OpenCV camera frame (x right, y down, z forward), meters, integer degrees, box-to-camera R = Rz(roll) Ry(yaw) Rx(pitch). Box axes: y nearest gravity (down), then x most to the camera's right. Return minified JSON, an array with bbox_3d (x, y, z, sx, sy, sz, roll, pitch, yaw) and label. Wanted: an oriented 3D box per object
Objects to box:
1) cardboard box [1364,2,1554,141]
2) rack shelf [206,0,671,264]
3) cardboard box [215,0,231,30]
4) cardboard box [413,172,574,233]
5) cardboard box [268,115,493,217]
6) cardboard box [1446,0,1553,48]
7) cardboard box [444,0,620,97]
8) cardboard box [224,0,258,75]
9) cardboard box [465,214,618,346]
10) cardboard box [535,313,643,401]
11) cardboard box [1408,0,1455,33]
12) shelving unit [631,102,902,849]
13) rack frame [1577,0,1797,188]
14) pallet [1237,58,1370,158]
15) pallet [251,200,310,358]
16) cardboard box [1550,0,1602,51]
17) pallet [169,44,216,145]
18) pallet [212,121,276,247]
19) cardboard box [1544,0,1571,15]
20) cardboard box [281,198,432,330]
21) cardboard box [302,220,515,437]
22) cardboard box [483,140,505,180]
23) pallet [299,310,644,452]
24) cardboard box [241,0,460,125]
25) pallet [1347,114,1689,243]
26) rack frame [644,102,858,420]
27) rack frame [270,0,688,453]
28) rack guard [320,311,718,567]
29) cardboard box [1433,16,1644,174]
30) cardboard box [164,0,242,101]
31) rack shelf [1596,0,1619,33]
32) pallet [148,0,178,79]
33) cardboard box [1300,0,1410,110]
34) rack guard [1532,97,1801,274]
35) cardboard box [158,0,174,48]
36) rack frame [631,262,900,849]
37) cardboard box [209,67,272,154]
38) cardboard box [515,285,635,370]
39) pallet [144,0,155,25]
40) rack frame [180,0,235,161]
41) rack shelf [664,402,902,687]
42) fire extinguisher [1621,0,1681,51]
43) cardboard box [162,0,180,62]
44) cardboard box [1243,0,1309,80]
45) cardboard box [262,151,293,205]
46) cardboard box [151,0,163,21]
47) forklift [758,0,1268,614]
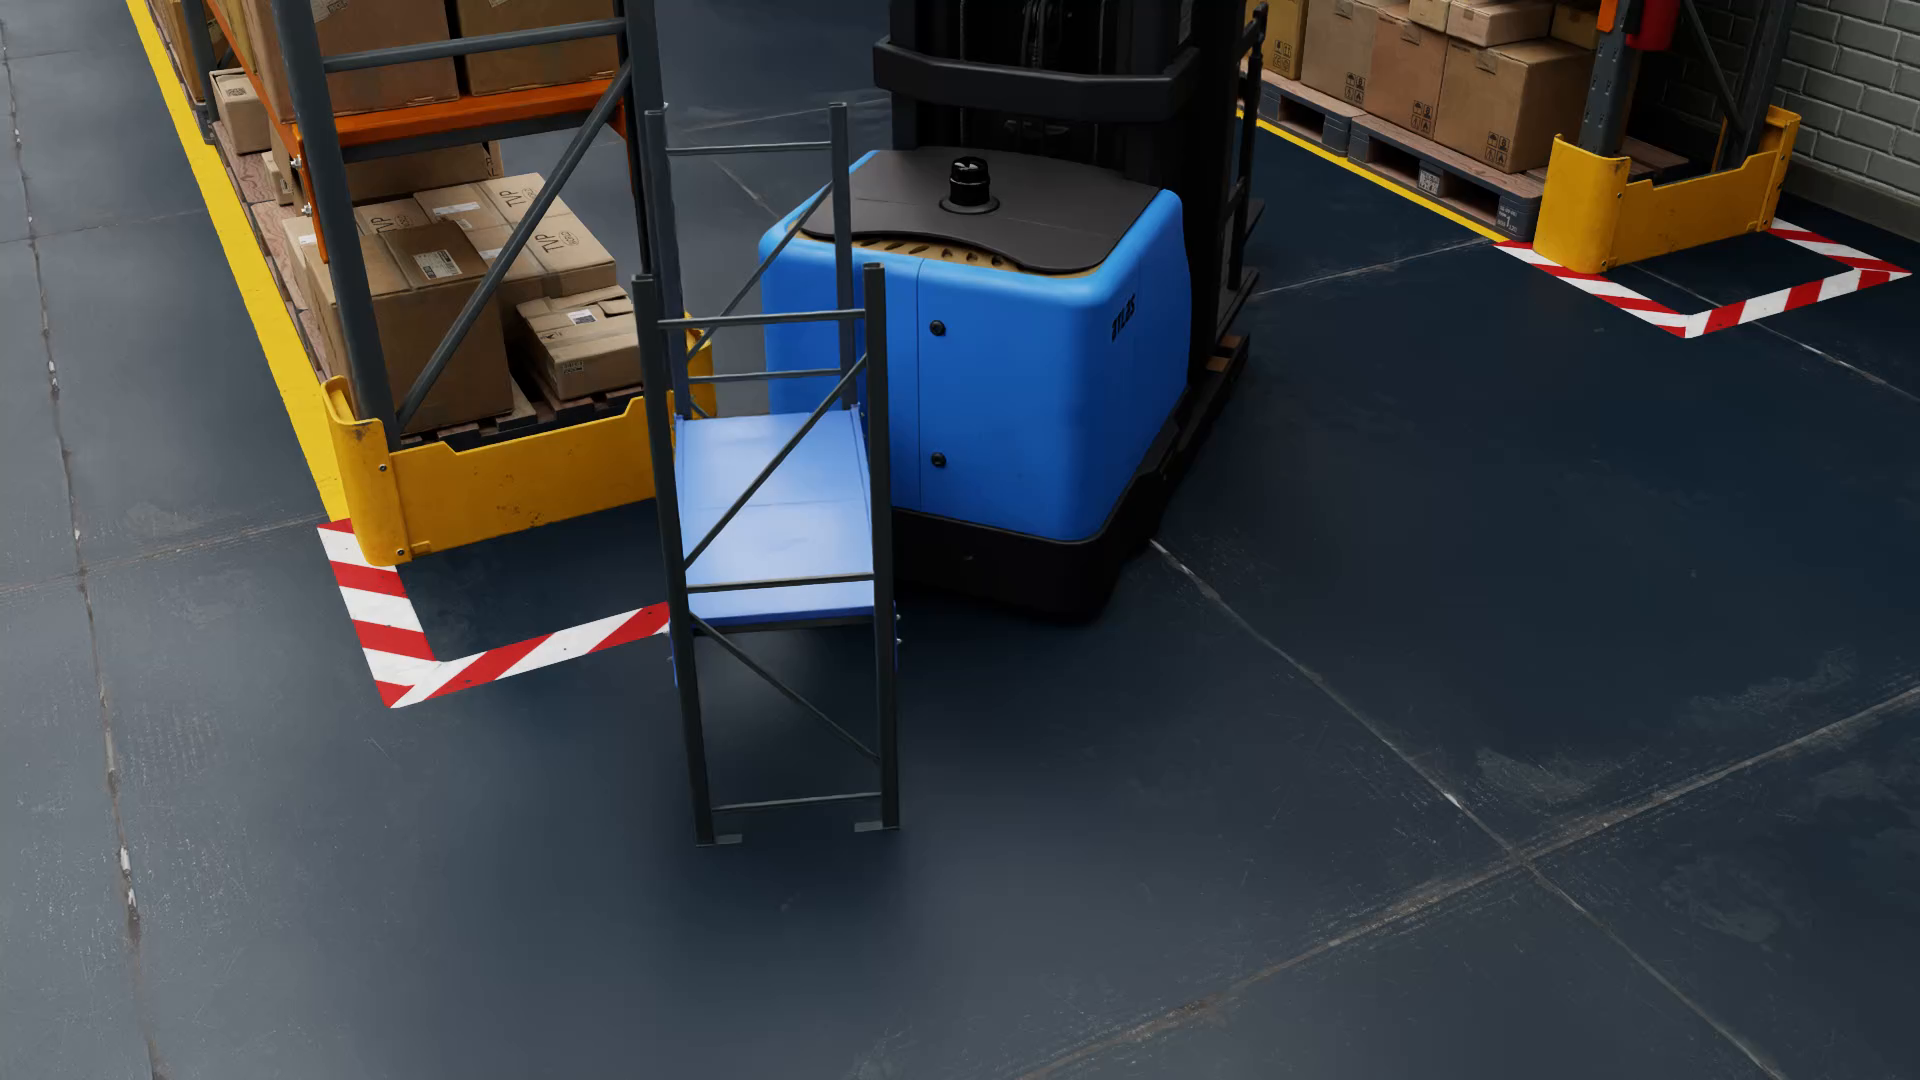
[{"bbox_3d":[2.397,-2.280,7.956,0.700,0.500,0.500,-16,36,-23],"label":"cardboard box"},{"bbox_3d":[-2.267,-2.012,6.276,1.077,0.370,4.000,-16,36,-23],"label":"rack shelf"},{"bbox_3d":[-2.257,-2.034,5.551,0.500,0.500,0.500,-16,36,-23],"label":"cardboard box"},{"bbox_3d":[-1.804,-1.196,6.477,0.500,0.250,0.500,-16,36,-23],"label":"cardboard box"},{"bbox_3d":[-2.319,-1.508,6.729,0.797,0.503,0.637,-16,36,-23],"label":"cardboard box"},{"bbox_3d":[2.410,-2.330,7.432,0.380,0.149,0.250,-16,36,-24],"label":"cardboard box"},{"bbox_3d":[-1.309,-1.680,5.000,0.500,0.500,0.500,-15,36,-22],"label":"cardboard box"},{"bbox_3d":[-2.030,-1.794,5.177,0.500,0.500,0.500,-16,36,-23],"label":"cardboard box"},{"bbox_3d":[-1.571,-0.957,6.104,0.500,0.250,0.500,-16,36,-23],"label":"cardboard box"},{"bbox_3d":[-1.226,-0.631,5.690,0.380,0.149,0.250,-16,36,-23],"label":"cardboard box"},{"bbox_3d":[2.290,-2.452,7.622,0.380,0.149,0.250,-15,36,-22],"label":"cardboard box"},{"bbox_3d":[-0.467,-0.174,4.131,0.538,1.500,1.048,-4,33,-6],"label":"shelving unit"},{"bbox_3d":[3.046,-2.608,6.540,1.000,3.000,0.127,-16,36,-23],"label":"rack frame"},{"bbox_3d":[2.039,-2.377,8.765,1.003,0.211,1.213,-16,36,-23],"label":"pallet"},{"bbox_3d":[-2.308,-1.184,6.902,1.003,0.211,1.213,-16,36,-23],"label":"pallet"},{"bbox_3d":[2.866,-2.305,7.394,0.380,0.149,0.250,-16,36,-23],"label":"cardboard box"},{"bbox_3d":[-3.613,-2.474,8.915,1.003,0.211,1.213,-16,36,-23],"label":"pallet"},{"bbox_3d":[-2.881,-1.767,7.812,1.003,0.211,1.213,-16,36,-23],"label":"pallet"},{"bbox_3d":[2.629,-2.546,7.771,0.380,0.149,0.250,-16,36,-23],"label":"cardboard box"},{"bbox_3d":[-2.223,-1.046,6.243,0.500,0.250,0.500,-16,36,-23],"label":"cardboard box"},{"bbox_3d":[-1.806,-0.690,5.456,0.500,0.500,0.500,-16,36,-23],"label":"cardboard box"},{"bbox_3d":[-2.334,-1.764,7.307,0.500,0.311,0.500,-16,36,-23],"label":"cardboard box"},{"bbox_3d":[-1.743,-0.602,5.995,1.003,0.211,1.213,-16,36,-23],"label":"pallet"},{"bbox_3d":[-1.785,-1.548,4.792,0.500,0.500,0.500,-15,35,-22],"label":"cardboard box"},{"bbox_3d":[2.604,-1.796,7.857,1.003,0.211,1.213,-16,36,-23],"label":"pallet"},{"bbox_3d":[-0.534,-0.446,4.555,0.500,1.500,0.032,-4,33,-6],"label":"rack frame"},{"bbox_3d":[-1.335,-1.360,4.592,1.000,3.000,0.127,-16,36,-23],"label":"rack frame"},{"bbox_3d":[-1.370,-0.344,5.323,1.175,0.500,0.348,-16,36,-23],"label":"rack guard"},{"bbox_3d":[2.631,-2.041,7.583,0.700,0.500,0.500,-16,36,-23],"label":"cardboard box"},{"bbox_3d":[-3.684,-2.565,8.383,0.500,0.500,0.500,-16,36,-23],"label":"cardboard box"},{"bbox_3d":[2.113,-3.259,8.224,1.077,0.370,4.000,-16,36,-23],"label":"rack shelf"},{"bbox_3d":[-4.185,-3.057,9.825,1.003,0.211,1.213,-16,36,-23],"label":"pallet"},{"bbox_3d":[2.162,-2.520,8.330,0.700,0.500,0.500,-17,36,-25],"label":"cardboard box"},{"bbox_3d":[3.057,-1.544,7.196,1.175,0.500,0.348,-16,36,-23],"label":"rack guard"},{"bbox_3d":[-4.140,-3.043,9.128,0.500,0.500,0.500,-15,36,-23],"label":"cardboard box"},{"bbox_3d":[-0.399,0.098,3.707,0.500,1.500,0.032,-4,33,-6],"label":"rack frame"},{"bbox_3d":[-3.196,-2.067,7.781,0.500,0.311,0.500,-16,36,-23],"label":"cardboard box"},{"bbox_3d":[-1.343,-0.758,5.871,0.380,0.166,0.250,-16,36,-23],"label":"cardboard box"},{"bbox_3d":[-4.750,-3.638,10.733,1.003,0.211,1.213,-16,36,-23],"label":"pallet"},{"bbox_3d":[-3.200,-3.269,7.572,1.000,3.000,0.127,-16,36,-23],"label":"rack frame"},{"bbox_3d":[-0.467,-0.022,4.228,0.538,0.185,1.000,-4,33,-6],"label":"rack shelf"},{"bbox_3d":[2.708,-2.230,6.368,0.296,0.674,0.183,-16,36,-23],"label":"fire extinguisher"},{"bbox_3d":[-3.907,-2.803,8.754,0.500,0.500,0.500,-16,36,-23],"label":"cardboard box"},{"bbox_3d":[1.907,-2.772,8.725,0.700,0.500,0.500,-15,36,-22],"label":"cardboard box"},{"bbox_3d":[-2.783,-1.596,7.180,0.380,0.166,0.250,-16,36,-23],"label":"cardboard box"},{"bbox_3d":[-4.379,-3.285,9.506,0.500,0.500,0.500,-17,36,-25],"label":"cardboard box"},{"bbox_3d":[0.433,-1.807,5.354,1.130,2.935,3.031,12,35,18],"label":"forklift"}]
